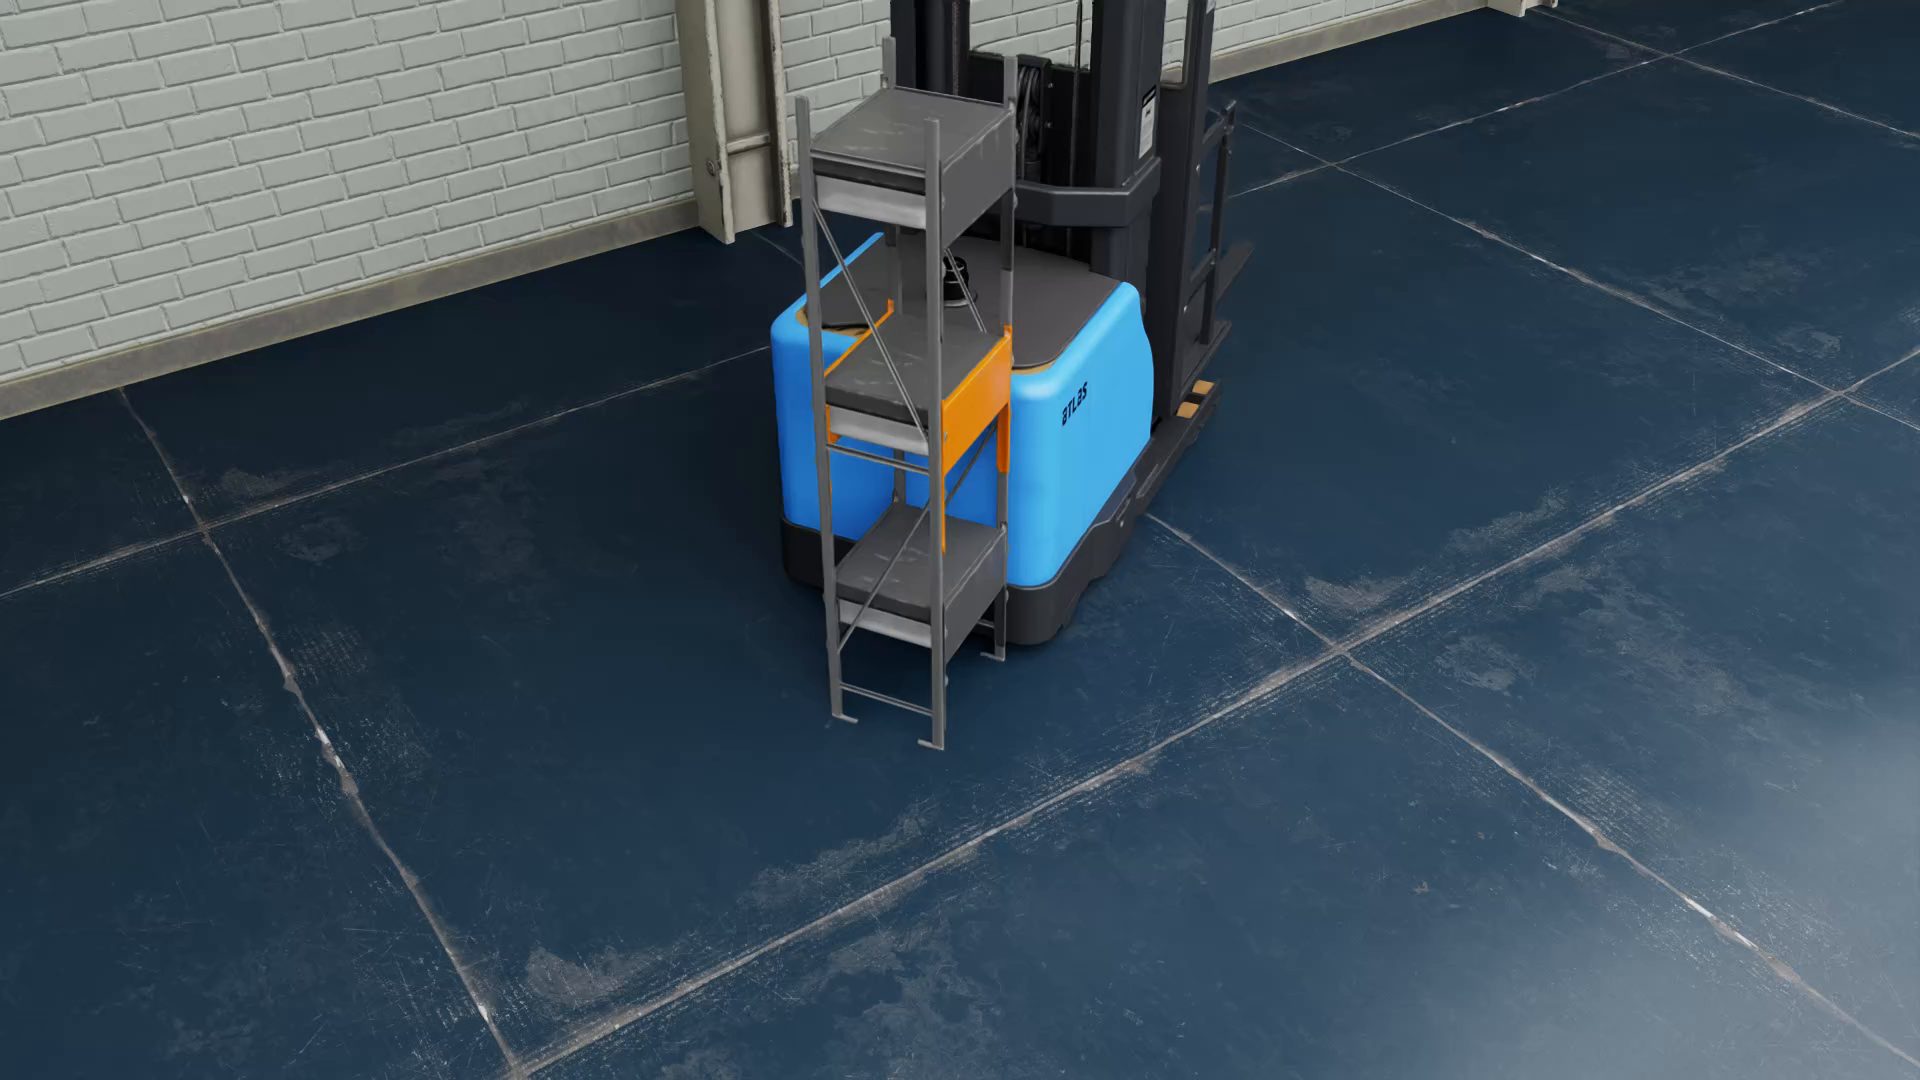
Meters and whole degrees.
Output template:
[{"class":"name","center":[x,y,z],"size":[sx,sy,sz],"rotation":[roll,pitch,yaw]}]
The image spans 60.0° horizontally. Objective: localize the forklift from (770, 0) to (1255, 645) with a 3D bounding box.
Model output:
[{"class":"forklift","center":[0.441,-1.684,6.082],"size":[1.130,2.935,3.031],"rotation":[15,38,20]}]

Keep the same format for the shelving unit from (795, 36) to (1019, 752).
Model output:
[{"class":"shelving unit","center":[-0.133,-0.357,4.948],"size":[0.431,2.100,0.503],"rotation":[15,38,20]}]

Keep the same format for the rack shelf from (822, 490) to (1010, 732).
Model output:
[{"class":"rack shelf","center":[-0.133,0.223,5.364],"size":[0.431,0.518,0.480],"rotation":[15,38,20]}]

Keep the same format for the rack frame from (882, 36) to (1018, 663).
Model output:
[{"class":"rack frame","center":[-0.030,-0.486,5.127],"size":[0.400,2.100,0.015],"rotation":[15,38,20]}]

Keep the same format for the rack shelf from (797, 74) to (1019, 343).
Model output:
[{"class":"rack shelf","center":[-0.133,-0.914,4.547],"size":[0.431,0.518,0.480],"rotation":[15,38,20]}]

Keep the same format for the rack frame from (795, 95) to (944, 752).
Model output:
[{"class":"rack frame","center":[-0.235,-0.227,4.768],"size":[0.400,2.100,0.015],"rotation":[15,38,20]}]

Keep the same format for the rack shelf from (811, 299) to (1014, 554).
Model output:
[{"class":"rack shelf","center":[-0.133,-0.346,4.956],"size":[0.431,0.518,0.480],"rotation":[15,38,20]}]

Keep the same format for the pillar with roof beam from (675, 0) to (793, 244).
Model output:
[{"class":"pillar with roof beam","center":[1.383,-3.213,3.010],"size":[0.400,9.000,9.100],"rotation":[-22,41,-28]}]

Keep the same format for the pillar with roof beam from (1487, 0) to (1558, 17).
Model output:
[{"class":"pillar with roof beam","center":[6.287,-5.231,5.816],"size":[0.400,9.000,9.100],"rotation":[-22,41,-28]}]
